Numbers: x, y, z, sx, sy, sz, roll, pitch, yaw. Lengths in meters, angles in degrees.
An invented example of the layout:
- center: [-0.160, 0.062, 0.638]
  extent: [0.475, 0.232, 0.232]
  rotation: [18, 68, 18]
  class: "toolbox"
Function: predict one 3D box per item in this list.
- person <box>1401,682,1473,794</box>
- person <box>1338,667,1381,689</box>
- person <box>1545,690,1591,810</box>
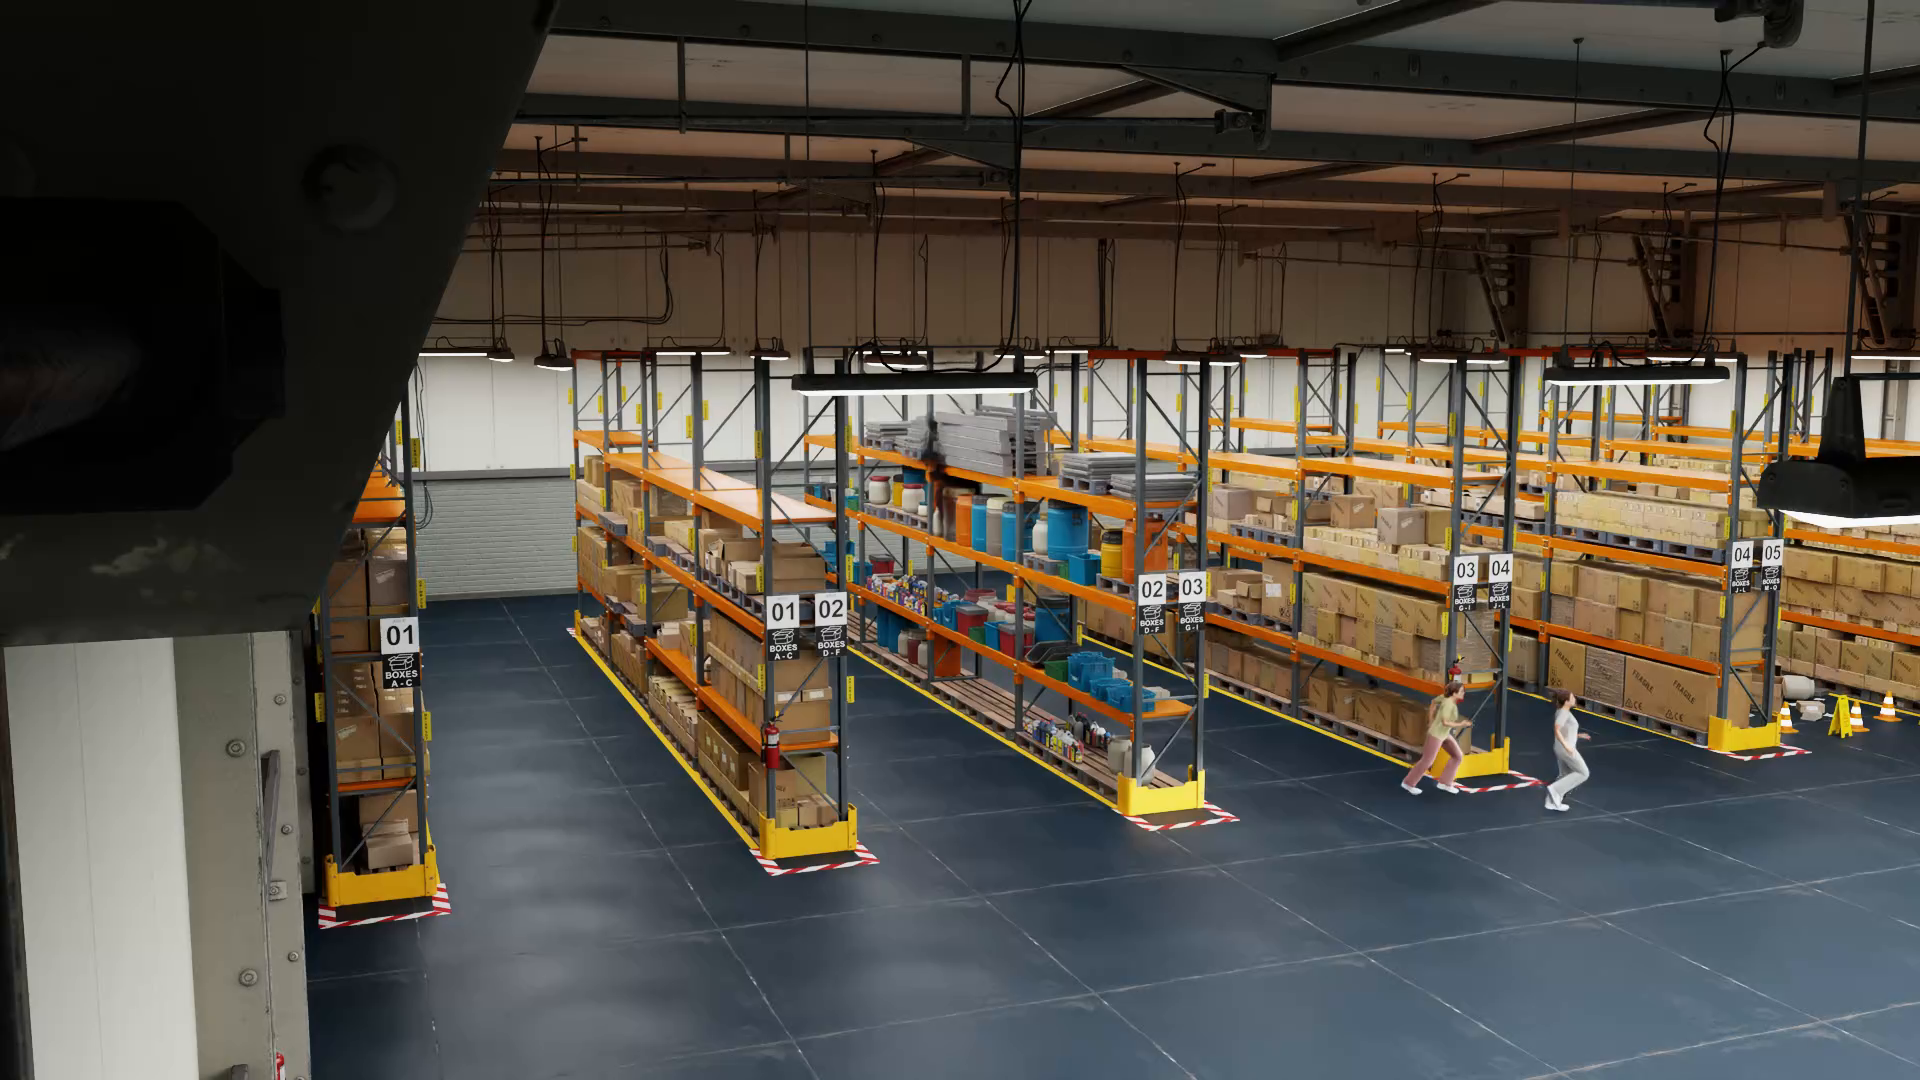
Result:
- center: [6.576, 2.705, 22.823]
  extent: [0.920, 1.587, 0.562]
  rotation: [4, 8, 29]
  class: "person"
- center: [7.236, 1.775, 29.848]
  extent: [0.666, 1.769, 0.907]
  rotation: [-3, 8, -25]
  class: "person"
- center: [8.081, 2.789, 22.043]
  extent: [0.558, 1.630, 0.561]
  rotation: [1, 7, 8]
  class: "person"
